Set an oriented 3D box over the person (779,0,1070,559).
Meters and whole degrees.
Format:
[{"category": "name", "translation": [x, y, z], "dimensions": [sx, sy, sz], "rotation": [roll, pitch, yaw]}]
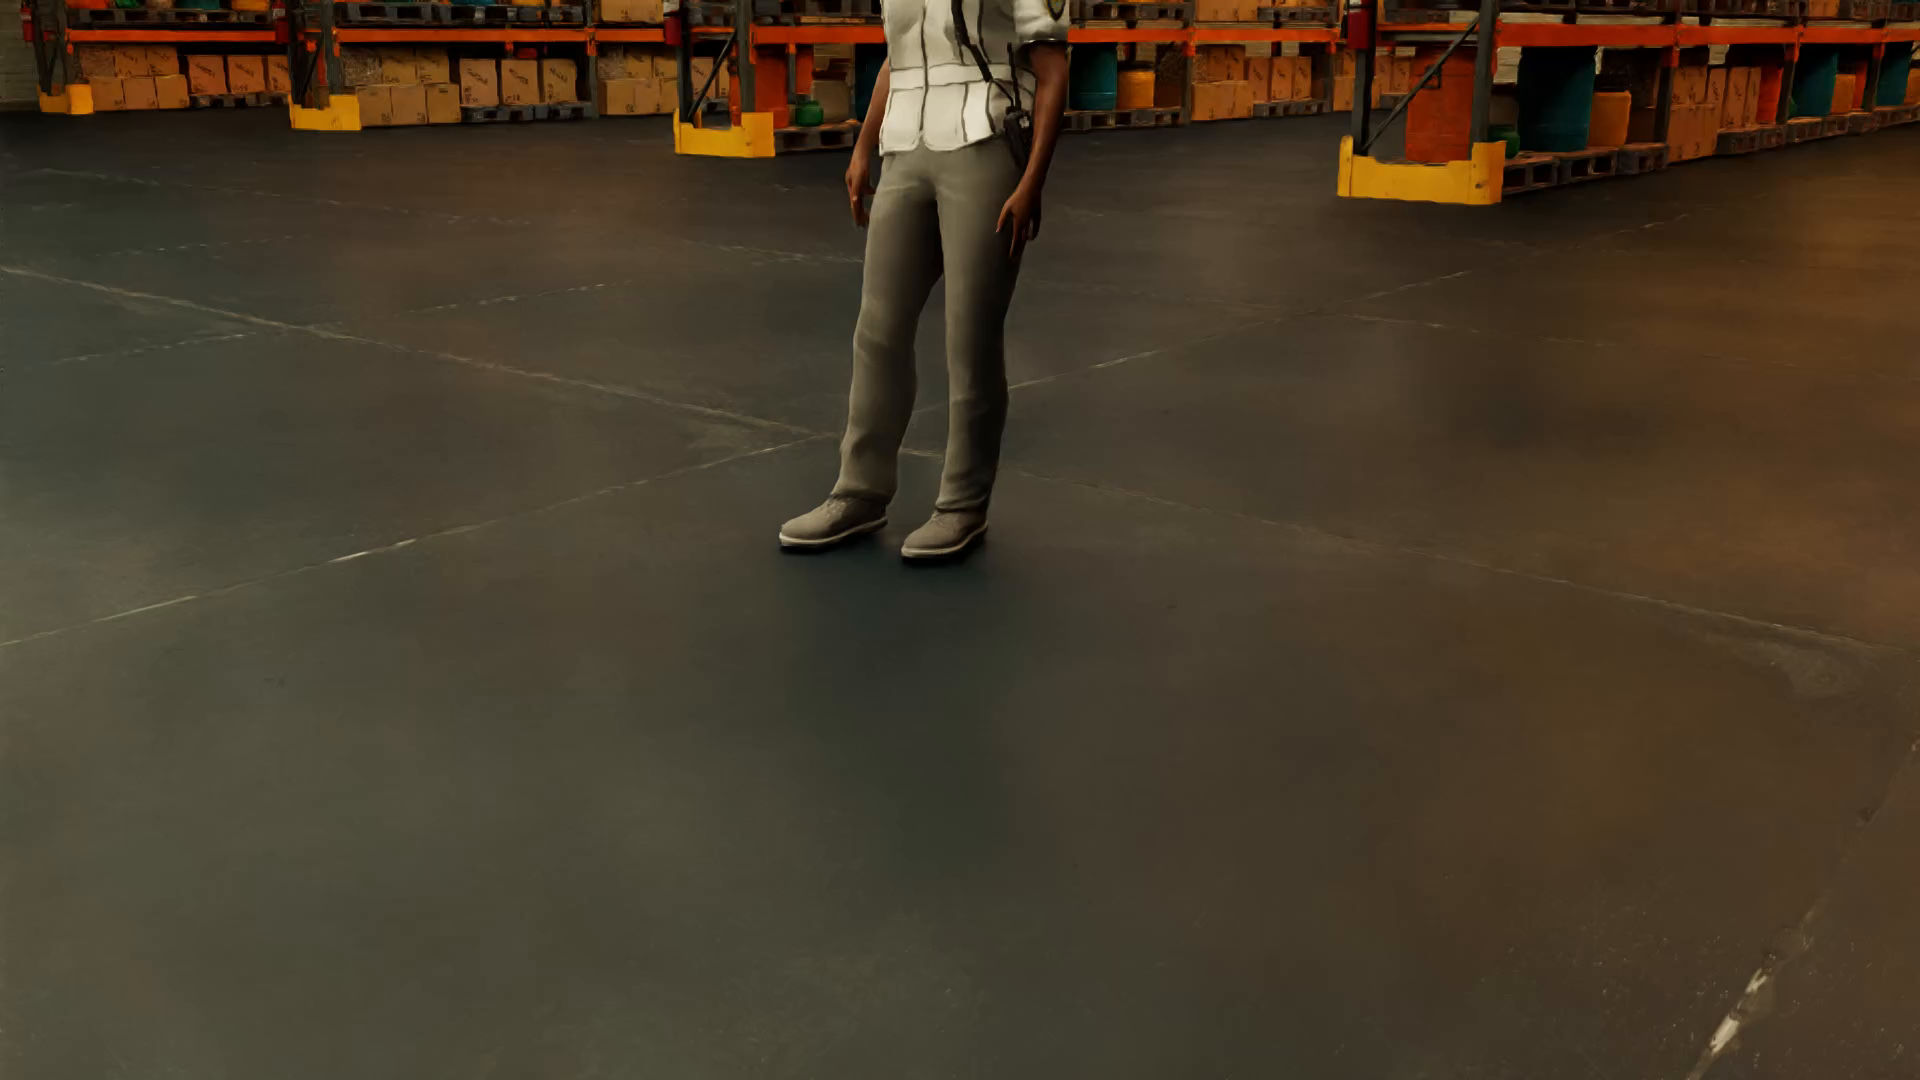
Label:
[{"category": "person", "translation": [-0.063, -0.805, 3.650], "dimensions": [0.570, 1.695, 0.529], "rotation": [13, 21, 37]}]
